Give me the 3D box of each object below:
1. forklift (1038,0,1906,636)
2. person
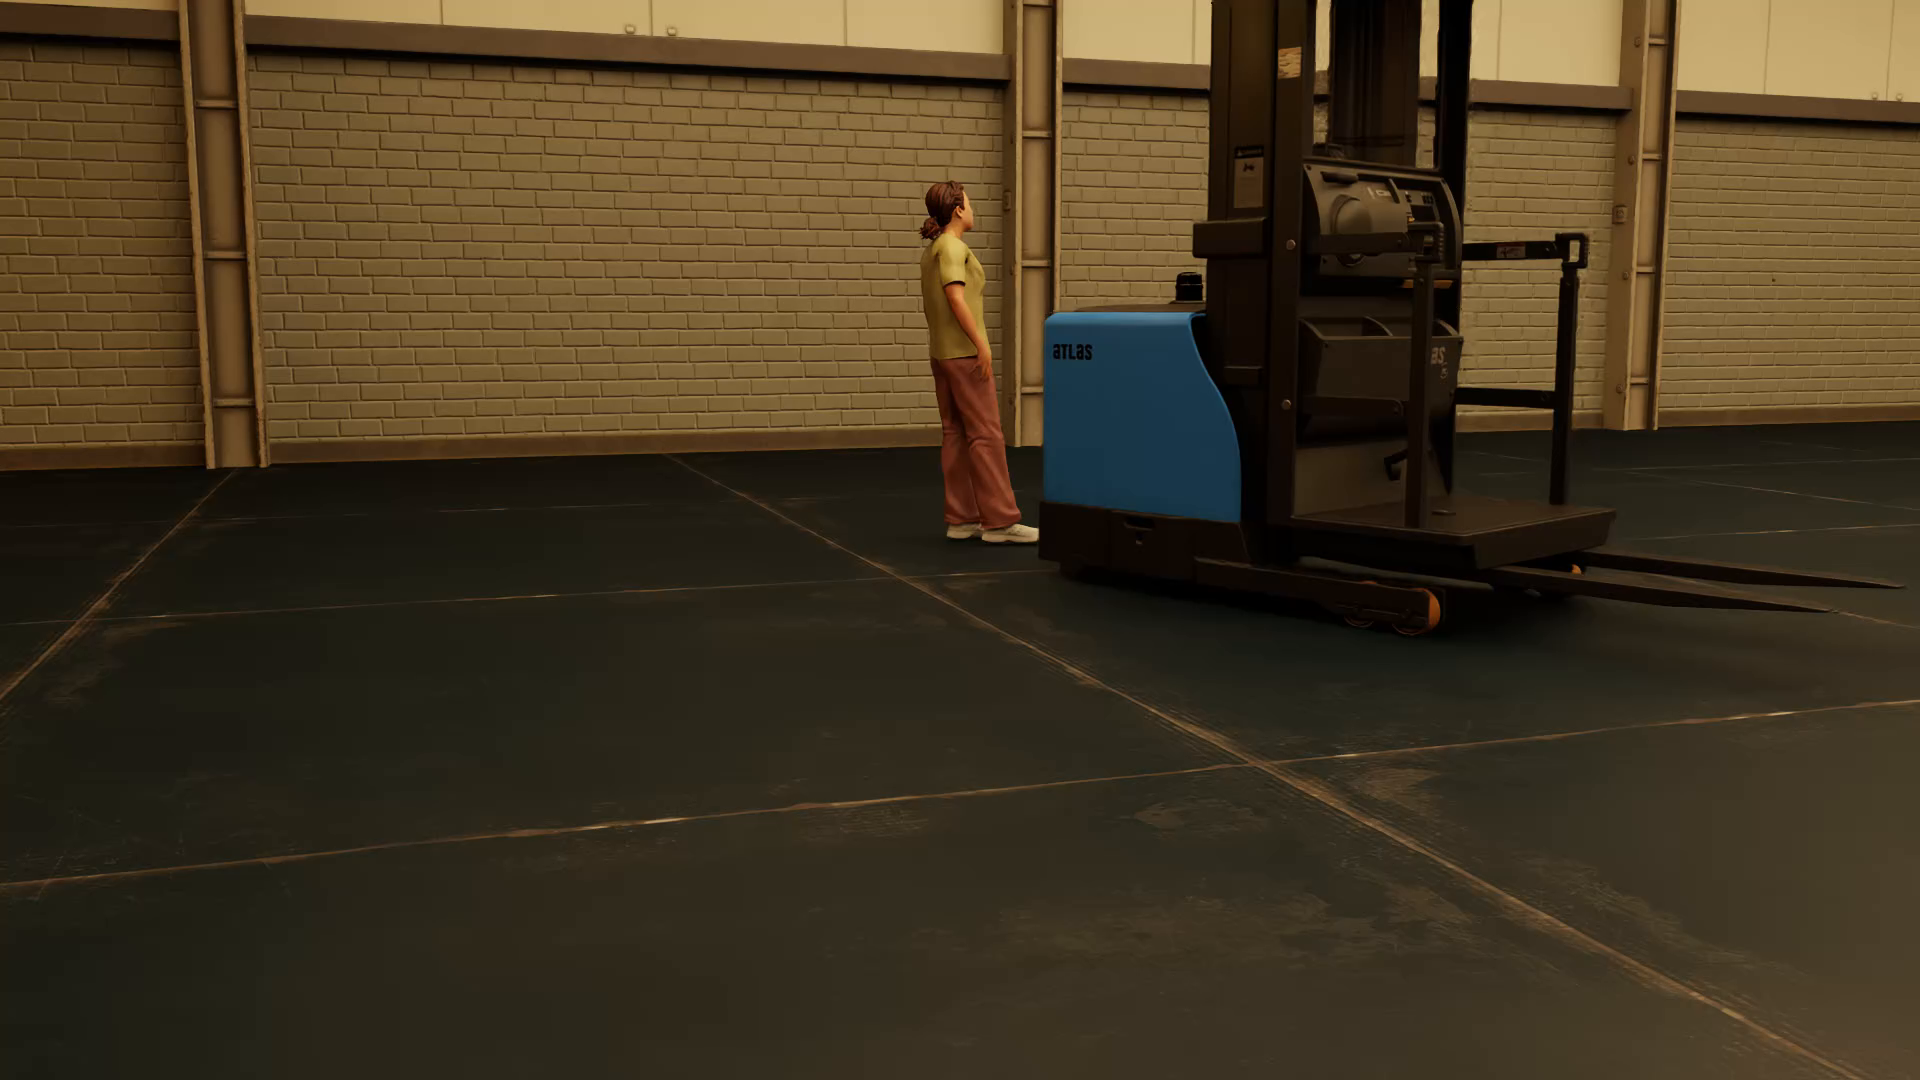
[{"bbox_3d":[1.697,-1.208,5.929,1.130,2.935,3.031,-7,11,-43],"label":"forklift"},{"bbox_3d":[0.074,-0.839,7.823,0.548,1.673,0.554,-3,8,-18],"label":"person"}]
